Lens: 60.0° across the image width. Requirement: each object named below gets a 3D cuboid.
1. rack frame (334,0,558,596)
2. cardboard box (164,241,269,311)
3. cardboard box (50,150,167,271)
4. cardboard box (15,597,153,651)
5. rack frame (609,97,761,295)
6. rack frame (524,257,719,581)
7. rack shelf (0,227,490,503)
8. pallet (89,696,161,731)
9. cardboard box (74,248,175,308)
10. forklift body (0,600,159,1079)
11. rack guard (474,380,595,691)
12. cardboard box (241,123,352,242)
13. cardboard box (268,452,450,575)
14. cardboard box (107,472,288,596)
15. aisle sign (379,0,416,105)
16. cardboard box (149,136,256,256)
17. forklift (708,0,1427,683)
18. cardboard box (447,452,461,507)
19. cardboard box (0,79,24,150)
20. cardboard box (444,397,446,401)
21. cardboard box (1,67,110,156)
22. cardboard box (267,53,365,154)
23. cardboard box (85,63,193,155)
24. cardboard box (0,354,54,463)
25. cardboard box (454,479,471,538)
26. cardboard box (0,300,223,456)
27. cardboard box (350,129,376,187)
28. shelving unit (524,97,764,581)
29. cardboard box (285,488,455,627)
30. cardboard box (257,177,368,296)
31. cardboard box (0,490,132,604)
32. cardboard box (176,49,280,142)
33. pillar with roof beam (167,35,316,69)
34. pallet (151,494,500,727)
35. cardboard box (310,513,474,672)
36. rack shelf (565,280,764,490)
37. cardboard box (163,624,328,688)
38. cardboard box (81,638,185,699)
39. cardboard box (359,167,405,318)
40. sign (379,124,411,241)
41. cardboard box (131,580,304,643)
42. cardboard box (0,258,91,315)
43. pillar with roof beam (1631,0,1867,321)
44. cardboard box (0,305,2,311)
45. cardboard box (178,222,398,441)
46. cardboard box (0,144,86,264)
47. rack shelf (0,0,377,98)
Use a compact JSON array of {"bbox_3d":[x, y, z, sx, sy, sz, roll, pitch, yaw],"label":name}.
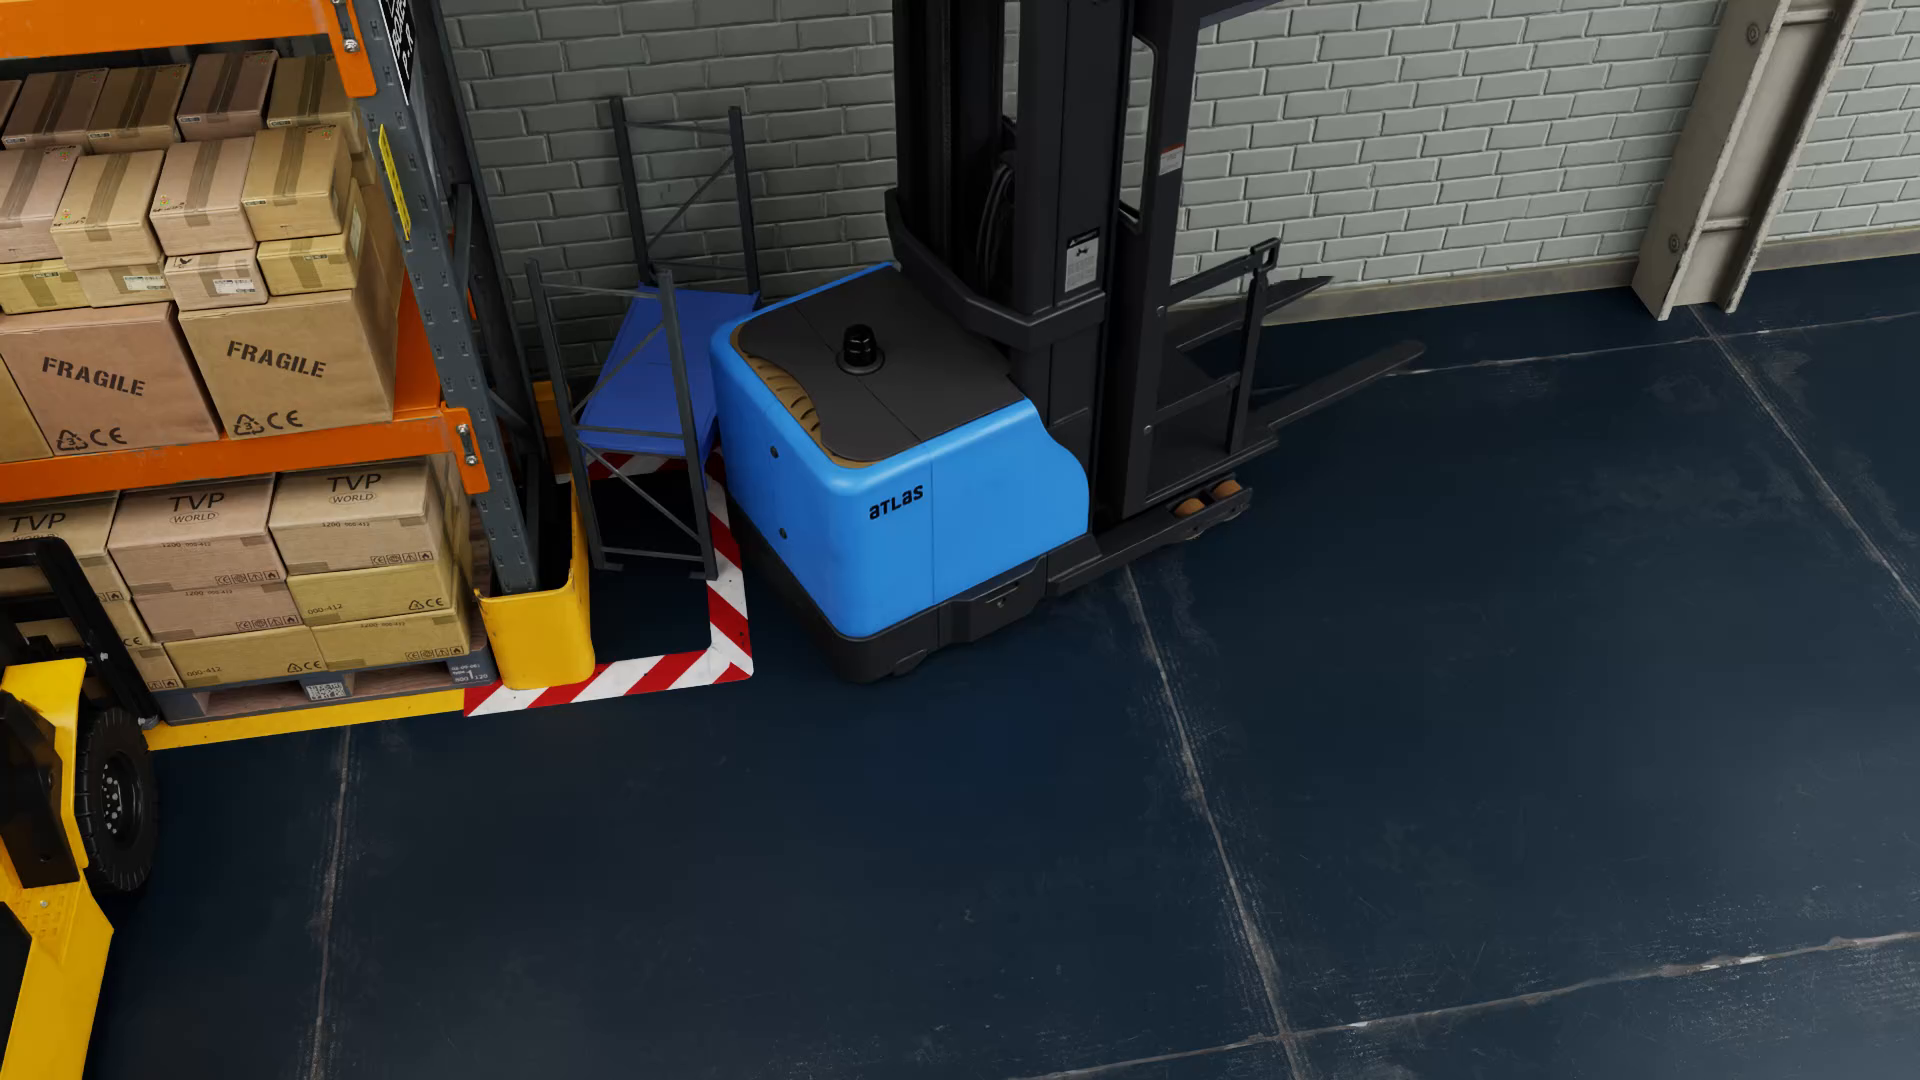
[{"bbox_3d":[-1.662,-0.904,5.538,0.127,3.000,1.000,-7,46,-7],"label":"rack frame"},{"bbox_3d":[-2.203,-0.870,4.985,0.250,0.149,0.380,-6,46,-6],"label":"cardboard box"},{"bbox_3d":[-2.470,-0.969,4.875,0.250,0.149,0.380,-6,46,-6],"label":"cardboard box"},{"bbox_3d":[-3.090,0.145,5.798,0.500,0.250,0.500,-8,47,-8],"label":"cardboard box"},{"bbox_3d":[-1.071,-1.118,6.786,0.500,1.500,0.032,6,46,5],"label":"rack frame"},{"bbox_3d":[-1.210,-0.393,6.087,0.500,1.500,0.032,6,46,5],"label":"rack frame"},{"bbox_3d":[-3.633,-0.408,5.560,4.000,0.370,1.077,-7,46,-7],"label":"rack shelf"},{"bbox_3d":[-3.608,0.335,6.281,1.213,0.211,1.003,-7,46,-7],"label":"pallet"},{"bbox_3d":[-2.469,-0.881,4.996,0.250,0.149,0.380,-6,46,-6],"label":"cardboard box"},{"bbox_3d":[-3.220,0.918,4.372,1.214,2.155,2.313,-7,46,-7],"label":"forklift body"},{"bbox_3d":[-1.638,-0.039,6.441,0.348,0.500,1.175,-7,46,-7],"label":"rack guard"},{"bbox_3d":[-1.979,-1.073,4.975,0.250,0.149,0.380,-7,46,-7],"label":"cardboard box"},{"bbox_3d":[-2.063,-0.164,5.749,0.500,0.250,0.500,-6,46,-5],"label":"cardboard box"},{"bbox_3d":[-2.565,-0.097,5.684,0.500,0.250,0.500,-6,46,-6],"label":"cardboard box"},{"bbox_3d":[-1.547,-1.605,4.408,0.004,0.787,0.394,-7,46,-7],"label":"aisle sign"},{"bbox_3d":[-2.217,-1.021,4.924,0.250,0.149,0.380,-7,46,-7],"label":"cardboard box"},{"bbox_3d":[0.589,-1.317,5.984,3.031,2.935,1.130,-25,51,-22],"label":"forklift"},{"bbox_3d":[-2.161,-0.358,6.283,0.500,0.250,0.500,-6,46,-6],"label":"cardboard box"},{"bbox_3d":[-3.053,-1.256,5.151,0.250,0.149,0.380,-6,46,-6],"label":"cardboard box"},{"bbox_3d":[-2.168,-0.518,6.089,0.500,0.250,0.500,-8,47,-7],"label":"cardboard box"},{"bbox_3d":[-2.797,-1.306,5.199,0.250,0.149,0.380,-7,46,-7],"label":"cardboard box"},{"bbox_3d":[-2.030,-1.377,5.267,0.250,0.149,0.380,-8,47,-8],"label":"cardboard box"},{"bbox_3d":[-2.551,-1.326,5.218,0.250,0.149,0.380,-6,46,-6],"label":"cardboard box"},{"bbox_3d":[-3.120,-0.571,5.148,0.500,0.500,0.500,-8,47,-8],"label":"cardboard box"},{"bbox_3d":[-2.179,-0.174,6.452,0.500,0.250,0.500,-7,46,-7],"label":"cardboard box"},{"bbox_3d":[-2.615,-0.634,5.209,0.500,0.500,0.500,-6,46,-6],"label":"cardboard box"},{"bbox_3d":[-2.041,-1.306,5.405,0.250,0.149,0.380,-8,47,-8],"label":"cardboard box"},{"bbox_3d":[-1.141,-0.755,6.436,0.538,1.500,1.048,6,46,5],"label":"shelving unit"},{"bbox_3d":[-2.088,0.013,5.925,0.500,0.250,0.500,-8,47,-7],"label":"cardboard box"},{"bbox_3d":[-1.956,-0.922,5.036,0.250,0.149,0.380,-6,46,-6],"label":"cardboard box"},{"bbox_3d":[-3.060,-0.028,5.618,0.500,0.250,0.500,-7,46,-6],"label":"cardboard box"},{"bbox_3d":[-2.302,-1.389,5.279,0.250,0.149,0.380,-6,46,-5],"label":"cardboard box"},{"bbox_3d":[-1.768,-0.484,0.968,0.400,9.000,9.100,-7,46,-7],"label":"pillar with roof beam"},{"bbox_3d":[-2.409,0.187,6.423,1.213,0.211,1.003,-7,46,-7],"label":"pallet"},{"bbox_3d":[-2.071,0.187,6.105,0.500,0.250,0.500,-7,46,-7],"label":"cardboard box"},{"bbox_3d":[-1.141,-0.631,6.566,0.538,0.185,1.000,6,46,5],"label":"rack shelf"},{"bbox_3d":[-2.563,0.241,6.053,0.500,0.250,0.500,-7,46,-7],"label":"cardboard box"},{"bbox_3d":[-3.057,0.296,6.000,0.500,0.250,0.500,-7,46,-6],"label":"cardboard box"},{"bbox_3d":[-2.198,-1.075,5.633,0.500,0.500,0.500,-6,46,-5],"label":"cardboard box"},{"bbox_3d":[-1.583,-1.001,4.663,0.005,0.325,0.100,-7,46,-7],"label":"sign"},{"bbox_3d":[-2.584,0.067,5.873,0.500,0.250,0.500,-8,47,-7],"label":"cardboard box"},{"bbox_3d":[-2.715,-0.859,4.975,0.250,0.149,0.380,-7,47,-7],"label":"cardboard box"},{"bbox_3d":[4.144,-1.221,1.678,0.400,9.000,9.100,-7,46,-7],"label":"pillar with roof beam"},{"bbox_3d":[-2.970,-0.792,4.911,0.250,0.149,0.380,-8,47,-8],"label":"cardboard box"},{"bbox_3d":[-2.102,-0.692,5.264,0.500,0.500,0.500,-8,47,-8],"label":"cardboard box"},{"bbox_3d":[-2.728,-0.992,4.896,0.250,0.149,0.380,-7,46,-7],"label":"cardboard box"},{"bbox_3d":[-3.633,-1.449,4.480,4.000,0.370,1.077,-7,46,-7],"label":"rack shelf"}]
